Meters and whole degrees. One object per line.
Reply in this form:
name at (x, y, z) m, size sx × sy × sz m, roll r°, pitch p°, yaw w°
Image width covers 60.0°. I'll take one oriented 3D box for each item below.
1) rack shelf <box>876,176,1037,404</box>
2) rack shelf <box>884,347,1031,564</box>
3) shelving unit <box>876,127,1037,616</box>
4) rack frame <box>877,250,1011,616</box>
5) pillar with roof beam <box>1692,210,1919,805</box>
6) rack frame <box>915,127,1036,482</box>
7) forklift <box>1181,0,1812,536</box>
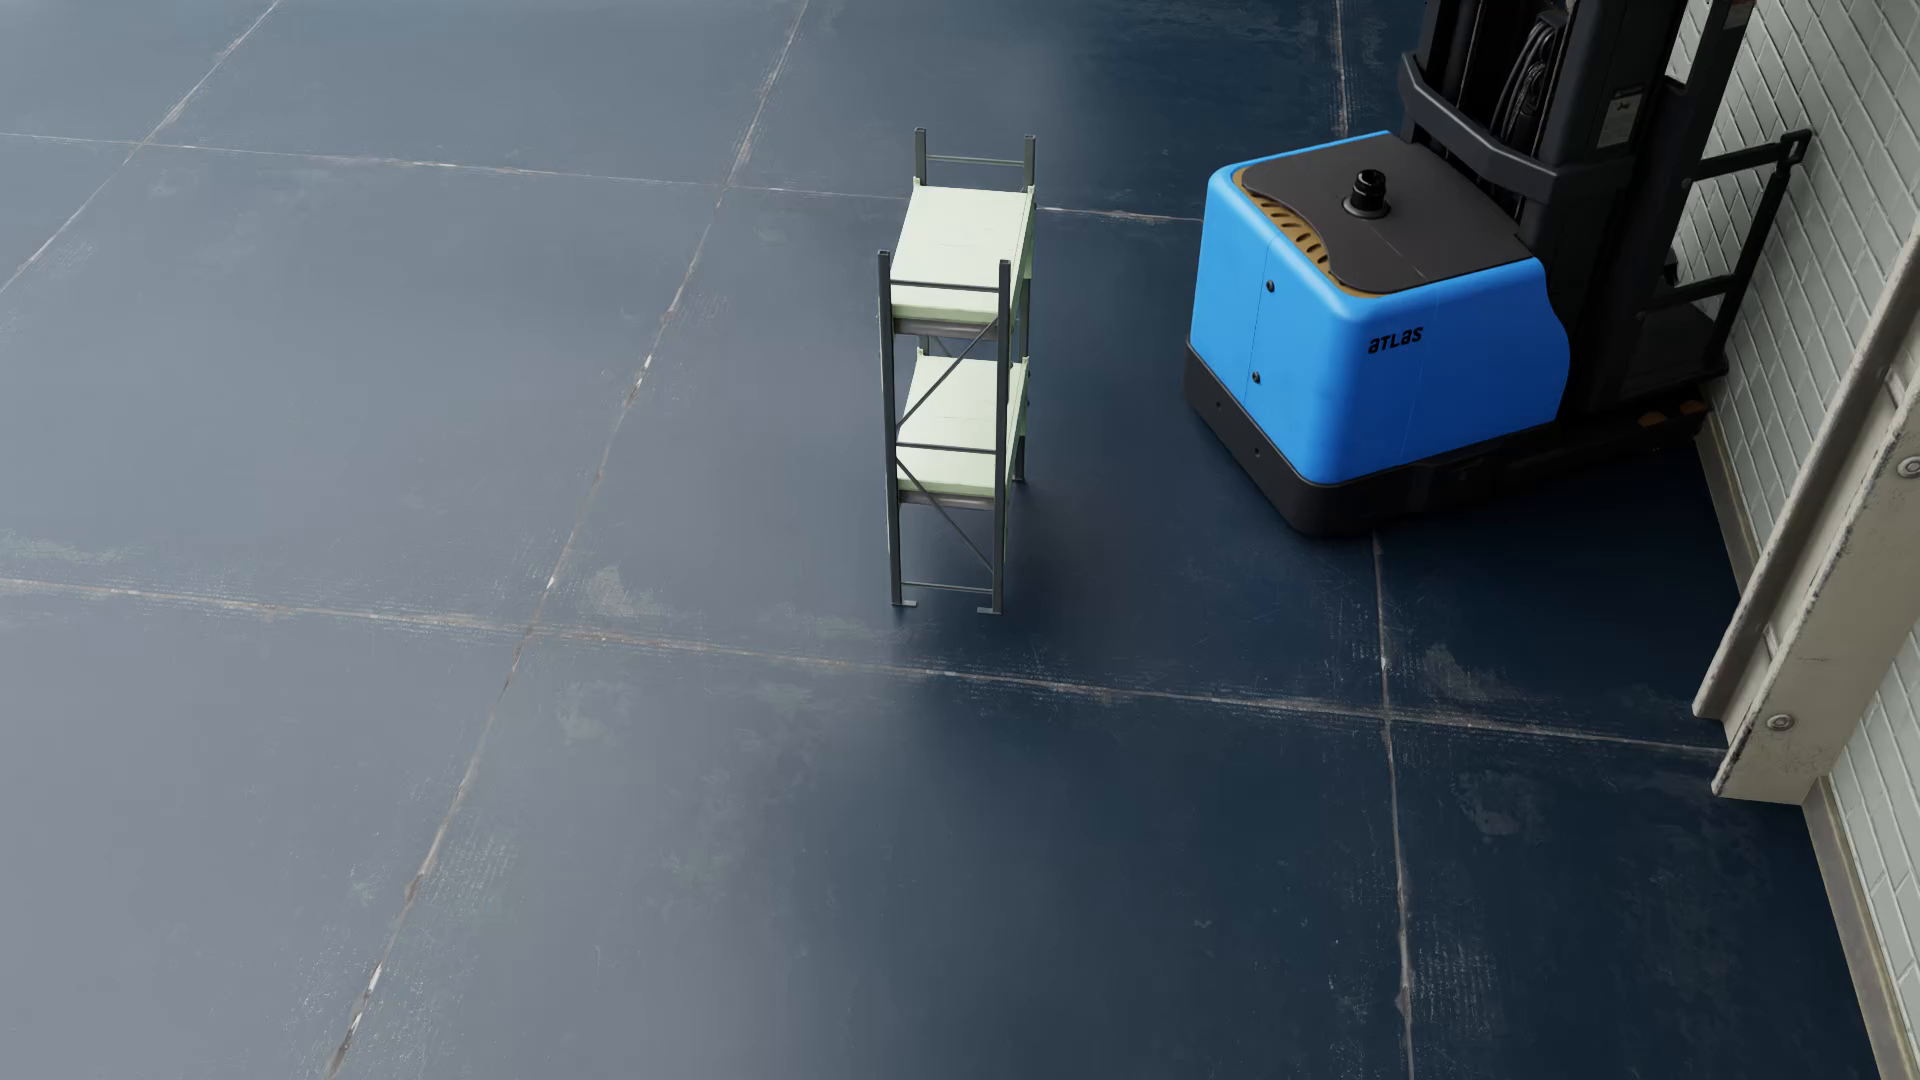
rack shelf at (0.001, -0.833, 5.471) m, size 0.431 × 0.370 × 0.720 m, roll 5°, pitch 44°, yaw 6°
rack shelf at (0.001, -0.312, 5.963) m, size 0.431 × 0.370 × 0.720 m, roll 5°, pitch 44°, yaw 6°
shelving unit at (0.001, -0.549, 5.739) m, size 0.431 × 1.500 × 0.755 m, roll 5°, pitch 44°, yaw 6°
rack frame at (-0.048, -0.300, 5.476) m, size 0.400 × 1.500 × 0.023 m, roll 5°, pitch 44°, yaw 6°
pillar with roof beam at (-1.650, -2.952, 2.823) m, size 9.100 × 9.000 × 0.400 m, roll 5°, pitch 44°, yaw 6°
rack frame at (0.049, -0.799, 6.003) m, size 0.400 × 1.500 × 0.023 m, roll 5°, pitch 44°, yaw 6°
forklift at (2.471, -1.733, 5.948) m, size 3.031 × 2.935 × 1.130 m, roll -16°, pitch 46°, yaw -16°
